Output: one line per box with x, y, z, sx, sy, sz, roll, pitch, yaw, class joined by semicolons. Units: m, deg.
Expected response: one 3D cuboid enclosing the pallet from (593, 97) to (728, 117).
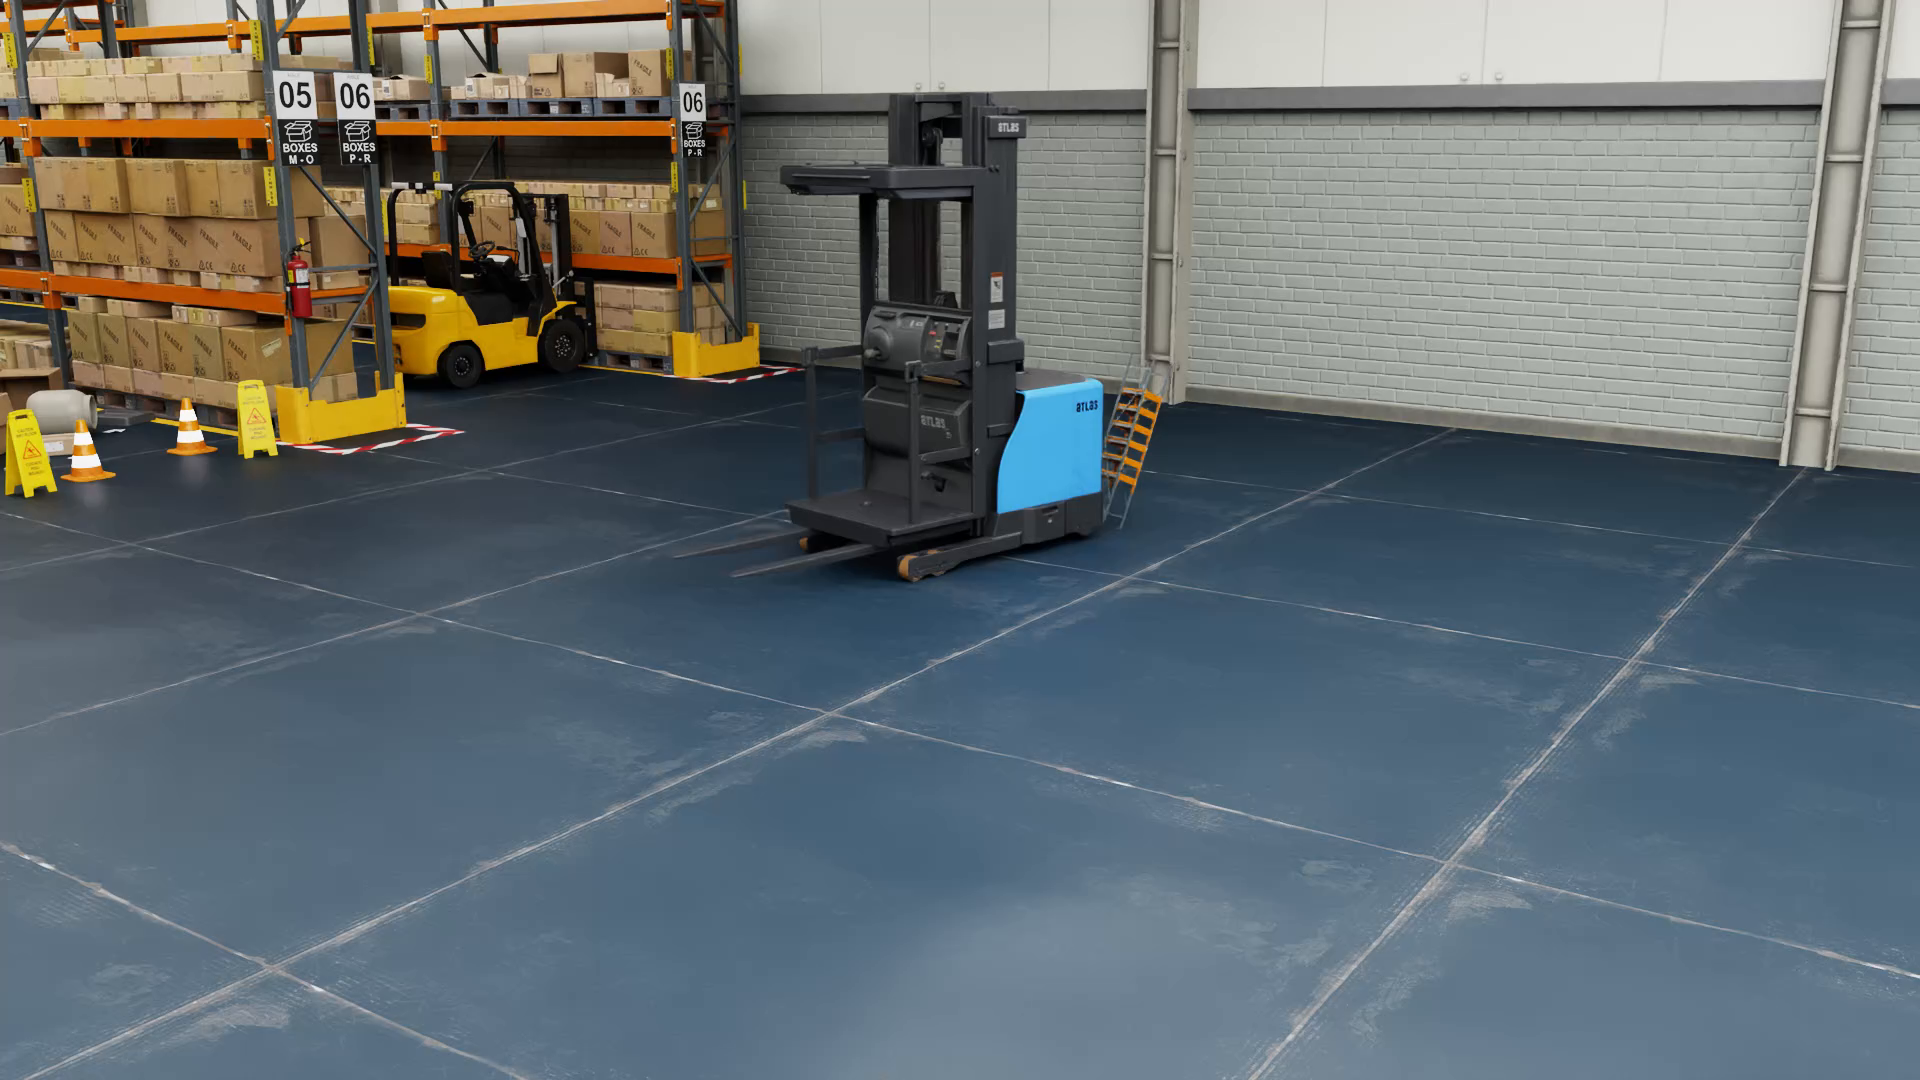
-3.394;-4.930;18.939;1.213;0.211;1.003;9;17;33;pallet

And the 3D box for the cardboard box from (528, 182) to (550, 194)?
-4.929;-4.202;19.880;0.250;0.149;0.380;9;17;33;cardboard box

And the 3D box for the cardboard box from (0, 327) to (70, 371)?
-9.943;-2.057;17.986;0.625;0.372;0.950;10;17;36;cardboard box

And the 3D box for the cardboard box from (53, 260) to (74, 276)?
-8.826;-2.735;16.653;0.250;0.149;0.380;9;17;33;cardboard box

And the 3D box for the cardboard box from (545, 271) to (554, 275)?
-5.196;-3.216;20.838;0.500;0.250;0.500;9;16;32;cardboard box

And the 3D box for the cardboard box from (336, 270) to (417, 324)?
-7.845;-3.278;22.392;0.625;0.625;0.875;8;16;31;cardboard box

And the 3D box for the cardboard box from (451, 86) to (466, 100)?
-5.938;-5.419;20.171;0.250;0.149;0.380;10;17;34;cardboard box

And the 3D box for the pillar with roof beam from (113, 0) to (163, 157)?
-15.257;-7.353;22.300;0.400;9.000;9.100;9;17;33;pillar with roof beam

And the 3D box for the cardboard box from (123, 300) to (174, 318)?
-7.847;-2.246;16.090;0.250;0.149;0.380;10;17;36;cardboard box

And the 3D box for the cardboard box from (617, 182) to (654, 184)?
-3.837;-4.153;19.682;0.250;0.149;0.380;10;17;35;cardboard box

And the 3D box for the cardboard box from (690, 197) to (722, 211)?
-2.959;-3.878;19.187;0.250;0.149;0.380;9;16;31;cardboard box

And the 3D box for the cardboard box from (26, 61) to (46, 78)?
-8.829;-4.577;16.192;0.250;0.149;0.380;9;16;32;cardboard box

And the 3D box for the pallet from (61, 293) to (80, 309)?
-13.349;-3.765;26.093;1.213;0.211;1.003;9;17;33;pallet

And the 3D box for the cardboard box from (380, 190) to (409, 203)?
-7.239;-4.402;21.304;0.250;0.149;0.380;9;16;31;cardboard box

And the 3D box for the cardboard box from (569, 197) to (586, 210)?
-4.344;-3.938;19.432;0.250;0.149;0.380;9;17;33;cardboard box

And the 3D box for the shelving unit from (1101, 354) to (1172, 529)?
1.168;-0.693;11.665;0.189;1.200;0.258;18;-1;-41;shelving unit

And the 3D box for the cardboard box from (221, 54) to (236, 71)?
-6.227;-4.177;14.574;0.250;0.149;0.380;10;17;34;cardboard box

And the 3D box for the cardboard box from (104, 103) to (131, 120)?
-7.766;-4.016;15.586;0.250;0.149;0.380;9;16;32;cardboard box

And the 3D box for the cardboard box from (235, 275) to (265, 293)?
-6.291;-2.324;14.993;0.250;0.149;0.380;9;16;32;cardboard box

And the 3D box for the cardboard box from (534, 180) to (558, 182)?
-5.053;-4.383;20.609;0.250;0.149;0.380;9;16;32;cardboard box

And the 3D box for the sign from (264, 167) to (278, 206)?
-5.916;-3.034;14.271;0.005;0.325;0.100;9;17;33;sign

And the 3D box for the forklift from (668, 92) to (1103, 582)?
-0.433;-1.304;10.490;3.031;2.935;1.130;-13;19;-42;forklift

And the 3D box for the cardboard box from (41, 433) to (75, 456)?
-7.804;-0.816;14.310;0.380;0.149;0.250;-7;15;-25;cardboard box

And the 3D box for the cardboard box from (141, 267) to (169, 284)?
-7.545;-2.533;15.838;0.250;0.149;0.380;9;17;33;cardboard box

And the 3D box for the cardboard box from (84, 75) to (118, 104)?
-7.855;-4.240;15.661;0.500;0.250;0.500;9;17;33;cardboard box

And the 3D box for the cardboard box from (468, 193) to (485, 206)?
-5.808;-4.187;20.438;0.250;0.149;0.380;10;17;34;cardboard box

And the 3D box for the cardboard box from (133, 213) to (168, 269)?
-7.430;-2.845;15.747;0.500;0.500;0.500;9;17;33;cardboard box

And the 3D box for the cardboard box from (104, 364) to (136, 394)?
-8.120;-1.630;16.514;0.500;0.250;0.500;10;17;36;cardboard box

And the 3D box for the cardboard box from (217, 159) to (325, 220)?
-6.135;-3.130;14.817;0.500;0.500;0.700;9;16;31;cardboard box

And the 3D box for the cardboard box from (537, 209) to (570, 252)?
-4.651;-3.685;19.757;0.500;0.500;0.500;9;17;33;cardboard box

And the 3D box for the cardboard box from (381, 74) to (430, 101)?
-6.878;-5.667;20.835;0.500;0.311;0.500;9;16;31;cardboard box

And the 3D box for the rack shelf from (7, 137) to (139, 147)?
-14.439;-6.401;26.195;4.000;0.370;1.077;9;17;33;rack shelf

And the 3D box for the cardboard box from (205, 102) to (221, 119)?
-6.468;-3.822;14.802;0.250;0.149;0.380;10;17;34;cardboard box

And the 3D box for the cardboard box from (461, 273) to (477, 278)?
-5.915;-3.181;20.696;0.500;0.250;0.500;9;16;32;cardboard box

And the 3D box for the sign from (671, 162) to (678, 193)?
-3.137;-3.988;18.287;0.005;0.325;0.100;9;17;33;sign

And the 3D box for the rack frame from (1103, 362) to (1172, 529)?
1.233;-0.672;11.725;0.006;1.200;0.240;18;-1;-41;rack frame

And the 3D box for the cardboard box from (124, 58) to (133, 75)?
-7.493;-4.385;15.416;0.250;0.149;0.380;10;17;34;cardboard box

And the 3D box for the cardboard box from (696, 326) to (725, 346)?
-3.121;-2.391;19.588;0.500;0.250;0.500;9;17;33;cardboard box

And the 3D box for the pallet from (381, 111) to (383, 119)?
-7.918;-5.632;21.982;1.213;0.211;1.003;10;17;35;pallet

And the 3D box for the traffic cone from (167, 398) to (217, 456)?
-6.666;-0.996;14.383;0.334;0.463;0.336;9;17;33;traffic cone

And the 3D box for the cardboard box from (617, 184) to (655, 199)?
-3.691;-3.987;19.012;0.250;0.149;0.380;10;17;34;cardboard box

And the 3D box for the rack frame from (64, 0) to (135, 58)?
-12.779;-7.938;24.665;0.127;3.000;1.000;9;17;33;rack frame

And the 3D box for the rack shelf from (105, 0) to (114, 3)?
-7.249;-5.256;15.334;4.000;0.370;1.077;9;17;33;rack shelf

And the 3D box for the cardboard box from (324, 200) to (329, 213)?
-8.389;-4.410;22.169;0.500;0.250;0.500;9;16;31;cardboard box

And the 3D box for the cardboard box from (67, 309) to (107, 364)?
-8.570;-2.063;16.704;0.500;0.500;0.500;10;17;35;cardboard box

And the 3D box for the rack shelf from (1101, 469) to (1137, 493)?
1.083;-0.422;11.660;0.180;0.103;0.258;18;-1;-41;rack shelf

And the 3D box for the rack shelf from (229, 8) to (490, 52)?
-7.801;-6.590;21.549;4.000;0.370;1.077;9;17;33;rack shelf

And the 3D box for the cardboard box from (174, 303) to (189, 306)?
-8.268;-2.171;17.137;0.500;0.500;0.500;9;16;32;cardboard box

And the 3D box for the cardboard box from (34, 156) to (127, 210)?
-8.664;-3.539;16.470;0.500;0.500;0.700;9;17;32;cardboard box

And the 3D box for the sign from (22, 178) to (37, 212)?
-9.215;-3.414;16.463;0.005;0.325;0.100;9;17;33;sign

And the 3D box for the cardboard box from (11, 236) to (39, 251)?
-9.489;-3.059;17.087;0.250;0.149;0.380;9;17;34;cardboard box

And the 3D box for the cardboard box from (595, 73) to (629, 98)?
-3.890;-5.145;18.819;0.258;0.266;0.396;9;17;33;cardboard box

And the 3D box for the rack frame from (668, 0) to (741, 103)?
-2.822;-6.329;18.164;0.127;3.000;1.000;9;17;33;rack frame
